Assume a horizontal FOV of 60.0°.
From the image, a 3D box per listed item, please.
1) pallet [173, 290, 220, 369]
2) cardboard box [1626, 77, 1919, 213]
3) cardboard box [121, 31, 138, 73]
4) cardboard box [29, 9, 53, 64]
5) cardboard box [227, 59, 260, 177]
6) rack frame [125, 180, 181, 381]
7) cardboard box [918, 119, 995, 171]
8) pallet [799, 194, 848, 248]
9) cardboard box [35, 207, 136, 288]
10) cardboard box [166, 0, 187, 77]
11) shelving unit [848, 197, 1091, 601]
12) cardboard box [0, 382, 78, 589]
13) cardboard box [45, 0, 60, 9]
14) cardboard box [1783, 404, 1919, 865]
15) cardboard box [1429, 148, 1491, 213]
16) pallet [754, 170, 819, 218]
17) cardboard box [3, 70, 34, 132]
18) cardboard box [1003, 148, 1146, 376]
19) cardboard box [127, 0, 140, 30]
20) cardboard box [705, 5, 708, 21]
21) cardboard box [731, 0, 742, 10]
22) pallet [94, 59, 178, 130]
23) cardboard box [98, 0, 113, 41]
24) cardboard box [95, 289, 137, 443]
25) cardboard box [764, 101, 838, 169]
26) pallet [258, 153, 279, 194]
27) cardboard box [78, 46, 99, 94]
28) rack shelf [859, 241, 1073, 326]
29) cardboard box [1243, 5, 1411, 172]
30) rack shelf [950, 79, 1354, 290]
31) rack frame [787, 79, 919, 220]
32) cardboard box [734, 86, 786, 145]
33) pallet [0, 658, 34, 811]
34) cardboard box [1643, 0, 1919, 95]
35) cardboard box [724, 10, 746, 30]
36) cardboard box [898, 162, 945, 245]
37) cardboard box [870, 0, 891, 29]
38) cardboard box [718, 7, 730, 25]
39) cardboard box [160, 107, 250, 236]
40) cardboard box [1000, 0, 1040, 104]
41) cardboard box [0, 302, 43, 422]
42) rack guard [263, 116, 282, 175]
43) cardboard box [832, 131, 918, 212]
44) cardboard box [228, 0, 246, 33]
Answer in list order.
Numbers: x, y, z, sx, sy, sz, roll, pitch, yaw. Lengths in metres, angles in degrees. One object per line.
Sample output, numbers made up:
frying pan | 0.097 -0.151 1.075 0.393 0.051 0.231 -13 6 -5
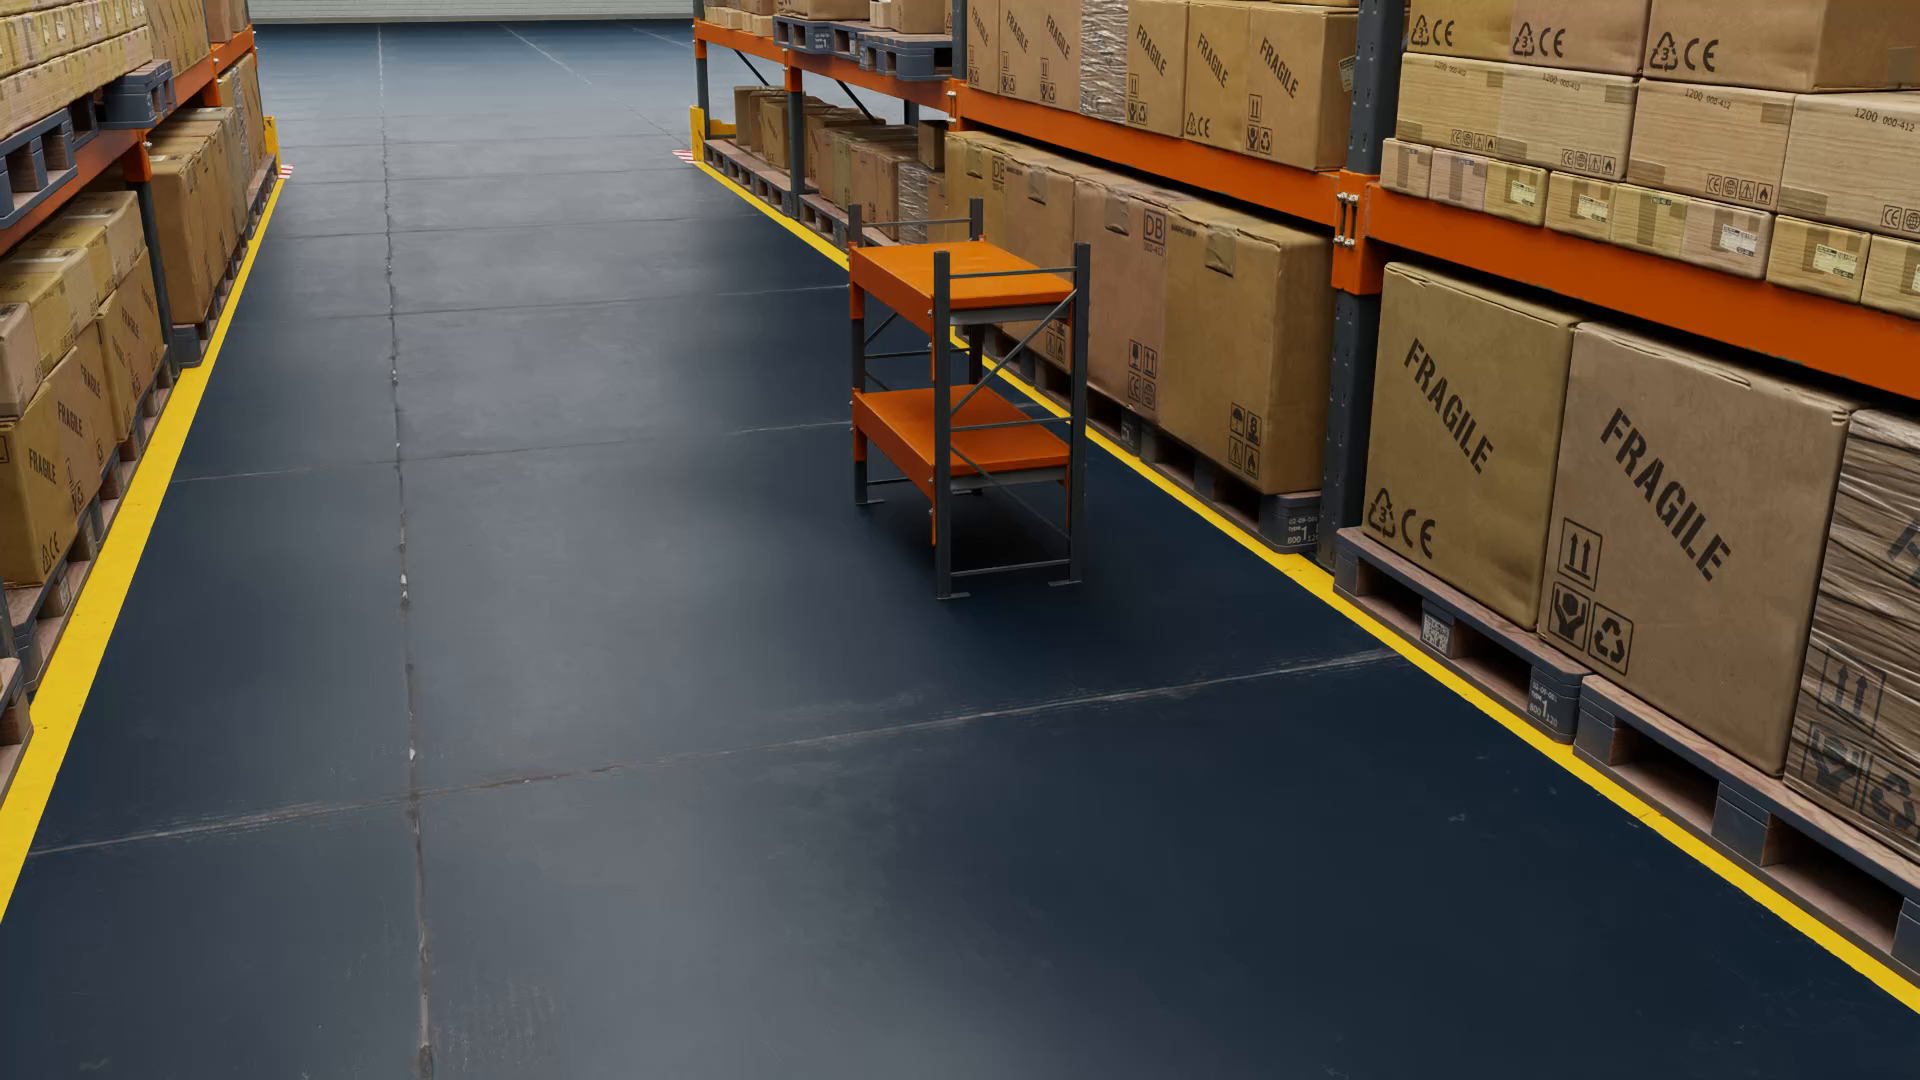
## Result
pallet | -4.466 -1.101 8.670 1.003 0.211 1.213 -6 21 -17
cardboard box | 1.927 -0.928 3.846 0.500 0.250 0.500 -6 21 -16
cardboard box | -3.540 -1.960 6.686 0.380 0.149 0.250 -6 21 -16
cardboard box | -2.966 -1.513 5.001 0.380 0.149 0.250 -7 21 -20
cardboard box | -6.249 -3.425 13.536 0.875 0.875 0.875 -7 21 -18
rack frame | -4.289 -2.152 7.472 1.000 3.000 0.127 -6 21 -17
cardboard box | 0.036 -2.411 10.131 0.500 0.250 0.500 -4 20 -11
pallet | -0.560 -2.369 12.199 1.003 0.211 1.213 -6 21 -17
cardboard box | -3.656 -1.174 6.715 0.500 0.250 0.500 -6 21 -16
cardboard box | -4.649 -2.857 9.286 0.500 0.500 0.500 -7 21 -18
shelving unit | 0.002 -0.527 5.720 0.538 1.125 1.048 -6 21 -17
cardboard box | -3.013 -0.155 4.988 0.500 0.500 0.500 -6 20 -15
cardboard box | -3.048 -1.737 5.186 0.380 0.149 0.250 -7 21 -18
cardboard box | 2.402 0.234 3.350 0.875 0.875 0.875 -6 21 -17
cardboard box | 1.568 -1.031 4.720 0.380 0.149 0.250 -7 21 -19
pallet | -1.051 -2.830 13.483 1.003 0.211 1.213 -6 21 -17
cardboard box | -2.812 -1.212 4.603 0.380 0.149 0.250 -6 21 -16
cardboard box | 0.921 -1.334 7.715 1.225 0.875 0.875 -6 21 -17
cardboard box | -3.616 -2.176 6.848 0.380 0.149 0.250 -6 21 -15
cardboard box | -2.200 -4.979 15.713 0.380 0.149 0.250 -6 21 -17
cardboard box | -1.529 -4.909 14.559 0.875 0.500 0.500 -6 21 -17
pallet | -3.964 -1.845 6.899 1.213 0.211 1.003 -6 21 -17
cardboard box | -3.377 -1.932 6.167 0.380 0.149 0.250 -7 21 -18
cardboard box | -3.493 -0.655 6.380 0.500 0.500 0.500 -7 21 -20
cardboard box | -1.351 -3.458 14.184 0.500 0.500 0.500 -8 21 -22
pallet | -6.478 -3.159 14.399 1.003 0.211 1.213 -6 21 -17
cardboard box | -3.211 -1.623 5.748 0.380 0.149 0.250 -7 21 -20
rack shelf | 0.002 -0.872 5.597 0.459 0.093 0.952 -6 21 -17
cardboard box | 1.302 -1.531 5.595 0.500 0.500 0.500 -6 21 -17
rack shelf | 1.080 -1.667 7.183 1.077 0.370 4.000 -6 21 -17
rack frame | -0.806 -3.931 12.422 1.000 3.000 0.127 -6 21 -17
cardboard box | -1.883 -4.033 15.785 0.500 0.500 0.500 -3 20 -7
pallet | -2.787 0.655 3.780 1.003 0.211 1.213 -6 21 -17
cardboard box | 1.932 -1.279 3.714 0.500 0.500 0.500 -7 21 -19
cardboard box | -1.821 -4.488 14.345 0.380 0.149 0.250 -6 21 -17
cardboard box | 0.035 -2.067 10.281 0.700 0.500 0.500 -8 21 -22
cardboard box | -0.329 -3.288 10.210 0.396 0.266 0.258 -7 21 -19
cardboard box | -1.977 -4.737 15.039 0.380 0.149 0.250 -6 21 -17
cardboard box | -5.266 -2.385 10.827 1.050 0.750 0.750 -6 21 -17
cardboard box | 0.510 -2.344 7.857 0.500 0.500 0.500 -7 21 -19
cardboard box | -3.013 -0.508 4.861 0.500 0.250 0.500 -7 21 -20
rack guard | -6.811 -3.551 15.063 1.175 0.500 0.348 -6 21 -17
cardboard box | -0.502 -2.607 11.784 0.700 0.500 0.500 -7 21 -18
cardboard box | -6.451 -4.502 13.791 0.875 0.550 0.550 -6 21 -17
